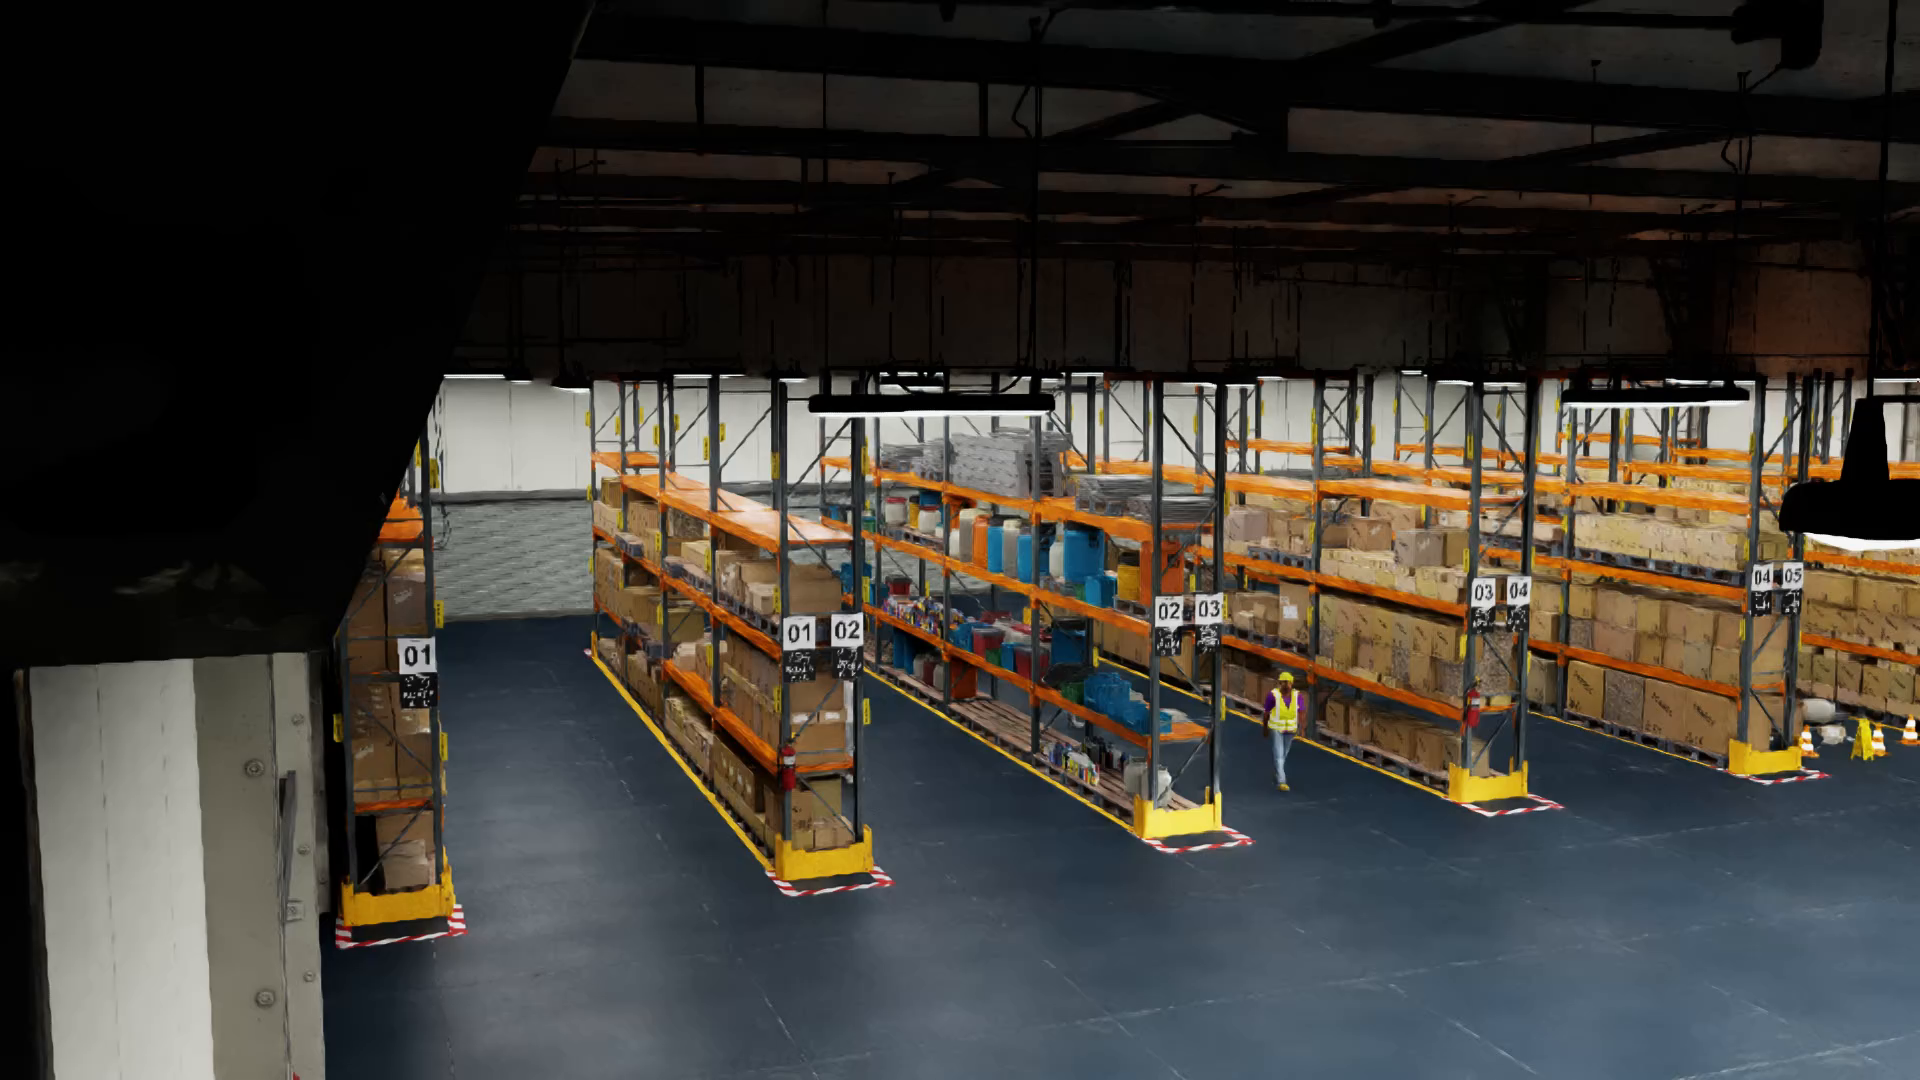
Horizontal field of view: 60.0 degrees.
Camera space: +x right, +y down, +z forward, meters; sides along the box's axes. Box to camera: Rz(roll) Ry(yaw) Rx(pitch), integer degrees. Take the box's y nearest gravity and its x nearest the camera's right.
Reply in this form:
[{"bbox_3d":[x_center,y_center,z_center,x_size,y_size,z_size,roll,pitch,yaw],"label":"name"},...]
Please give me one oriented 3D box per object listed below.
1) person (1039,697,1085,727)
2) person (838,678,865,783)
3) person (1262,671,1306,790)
[{"bbox_3d":[1.628,2.326,28.203,0.701,1.718,0.849,-5,8,-37],"label":"person"},{"bbox_3d":[-1.648,2.685,24.679,0.632,1.771,0.446,5,8,38],"label":"person"},{"bbox_3d":[4.761,2.759,24.353,0.569,1.708,1.042,-1,6,-11],"label":"person"}]
